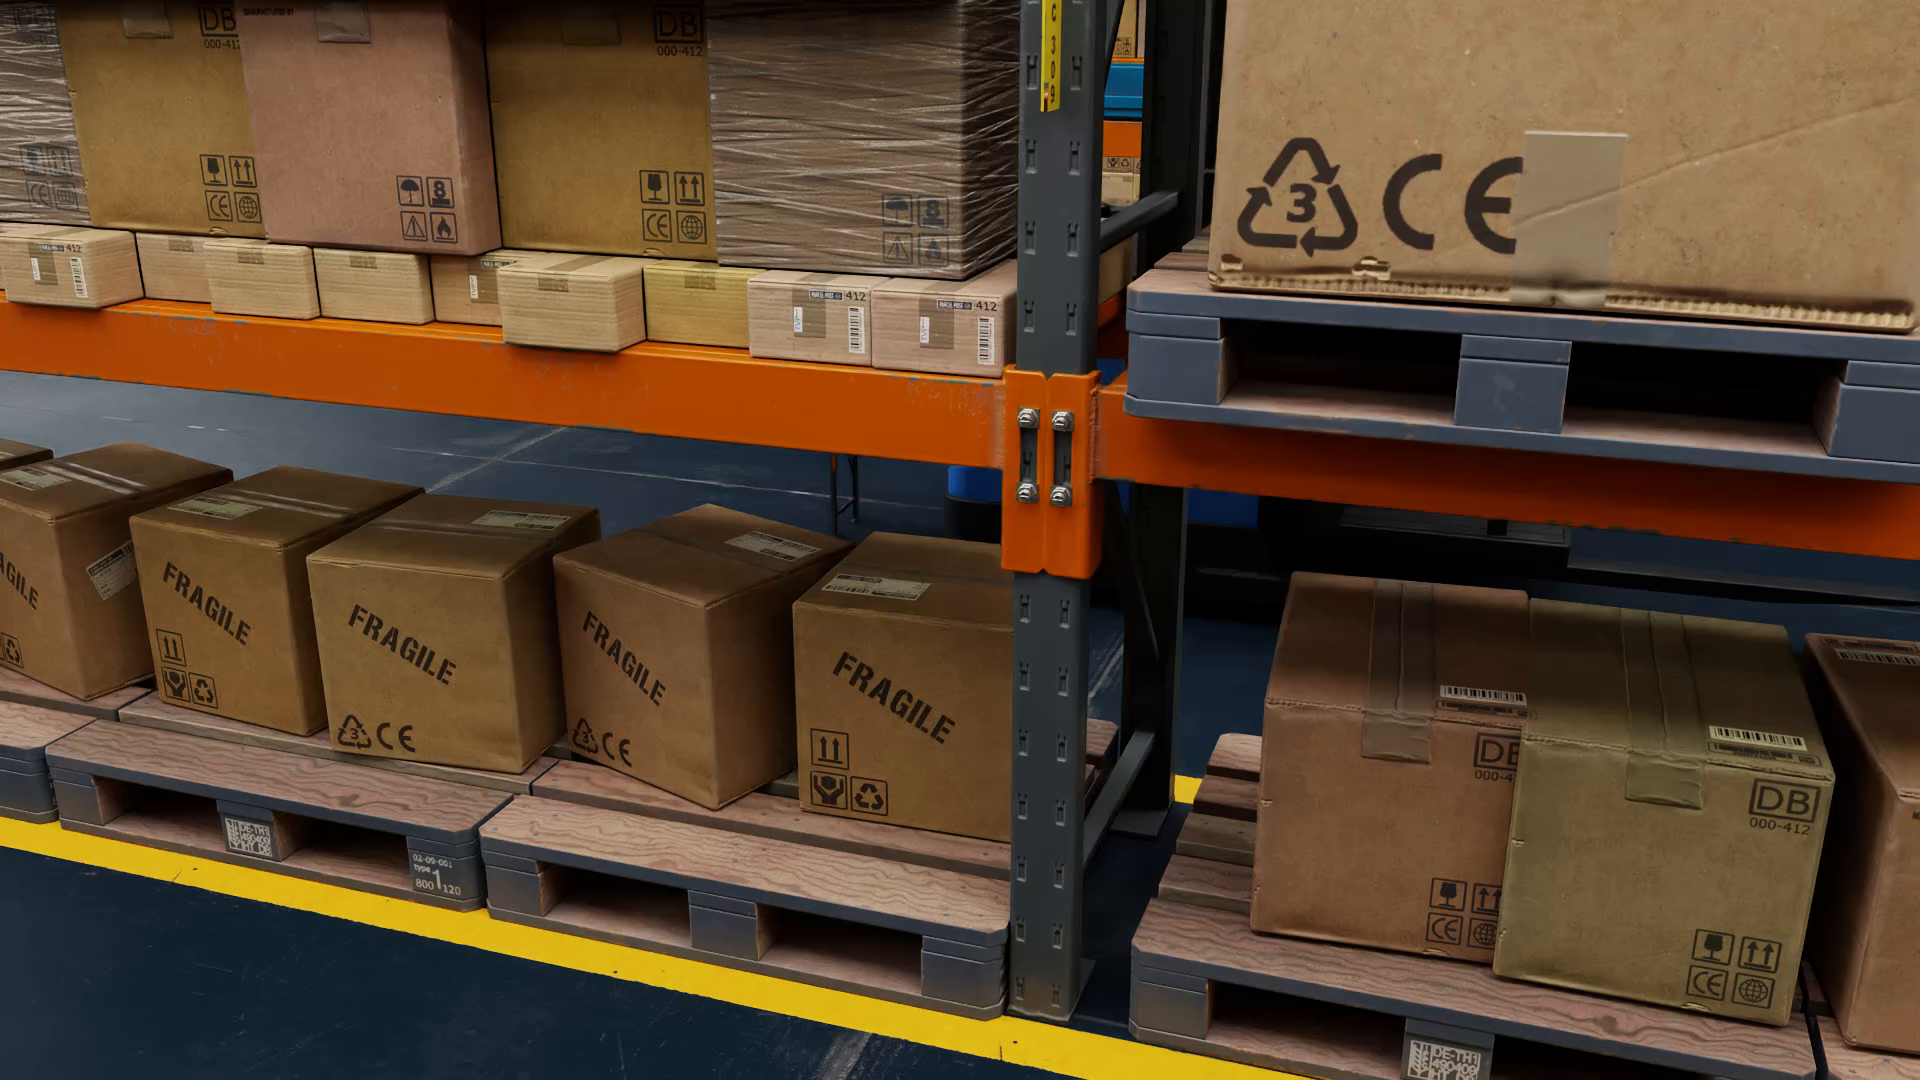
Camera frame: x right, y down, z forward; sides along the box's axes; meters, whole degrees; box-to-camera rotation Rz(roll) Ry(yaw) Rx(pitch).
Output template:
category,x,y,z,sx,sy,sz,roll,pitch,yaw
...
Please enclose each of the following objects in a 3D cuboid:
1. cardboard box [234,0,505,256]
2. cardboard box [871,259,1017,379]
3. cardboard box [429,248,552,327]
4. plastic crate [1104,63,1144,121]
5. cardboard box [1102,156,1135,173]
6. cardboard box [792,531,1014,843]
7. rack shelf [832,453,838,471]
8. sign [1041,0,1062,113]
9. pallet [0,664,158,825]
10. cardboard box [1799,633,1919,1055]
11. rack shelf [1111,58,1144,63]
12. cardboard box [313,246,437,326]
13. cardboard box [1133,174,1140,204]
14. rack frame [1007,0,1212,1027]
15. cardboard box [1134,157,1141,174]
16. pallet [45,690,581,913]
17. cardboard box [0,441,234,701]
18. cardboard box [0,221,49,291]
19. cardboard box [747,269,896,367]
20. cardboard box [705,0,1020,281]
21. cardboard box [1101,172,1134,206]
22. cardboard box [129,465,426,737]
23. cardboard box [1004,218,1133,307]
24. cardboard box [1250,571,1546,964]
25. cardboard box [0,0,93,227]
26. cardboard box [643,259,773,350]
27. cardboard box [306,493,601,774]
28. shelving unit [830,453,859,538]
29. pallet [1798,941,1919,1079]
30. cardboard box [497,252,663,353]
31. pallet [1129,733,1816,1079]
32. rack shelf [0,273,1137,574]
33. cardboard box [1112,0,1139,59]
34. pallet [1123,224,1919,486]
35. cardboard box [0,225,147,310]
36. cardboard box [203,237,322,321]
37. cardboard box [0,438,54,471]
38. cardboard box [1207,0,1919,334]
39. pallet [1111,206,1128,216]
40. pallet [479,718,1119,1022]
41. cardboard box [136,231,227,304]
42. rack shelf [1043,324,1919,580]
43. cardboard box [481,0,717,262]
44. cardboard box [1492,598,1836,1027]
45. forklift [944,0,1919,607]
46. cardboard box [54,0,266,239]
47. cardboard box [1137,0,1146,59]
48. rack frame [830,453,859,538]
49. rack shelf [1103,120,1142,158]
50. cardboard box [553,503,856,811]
category,x,y,z,sx,sy,sz,roll,pitch,yaw
cardboard box,-1.053,-0.954,3.653,0.500,0.500,0.875,7,20,18
cardboard box,0.019,-0.424,3.118,0.250,0.149,0.380,7,20,18
cardboard box,-0.896,-0.560,3.509,0.250,0.149,0.380,7,20,18
plastic crate,0.809,-2.116,7.816,0.616,0.251,0.499,7,20,18
cardboard box,1.177,-3.147,12.946,0.500,0.500,0.500,7,20,18
cardboard box,-0.046,0.315,3.775,0.500,0.500,0.500,6,20,16
rack shelf,-0.194,-0.333,6.016,0.480,0.148,0.258,6,20,17
sign,0.147,-0.851,2.644,0.005,0.325,0.100,7,20,18
pallet,-2.633,0.380,4.664,1.213,0.211,1.003,7,20,18
cardboard box,1.864,0.552,3.065,0.500,0.500,0.700,5,20,13
rack shelf,1.683,-3.567,12.846,4.000,0.370,1.077,7,20,18
cardboard box,-1.146,-0.575,3.550,0.250,0.149,0.380,7,20,18
cardboard box,1.644,-2.733,12.900,0.500,0.250,0.500,7,20,18
rack frame,0.318,-0.611,3.273,0.127,3.000,1.000,7,20,18
cardboard box,1.644,-3.087,12.776,0.500,0.500,0.500,7,20,18
pallet,-1.484,0.513,4.285,1.213,0.211,1.003,7,20,18
cardboard box,-2.300,0.065,4.491,0.500,0.500,0.500,13,23,32
cardboard box,-2.086,-0.687,3.871,0.250,0.149,0.380,7,20,18
cardboard box,-0.214,-0.454,3.204,0.250,0.149,0.380,7,20,18
cardboard box,-0.087,-0.867,3.402,0.500,0.500,0.875,7,20,18
cardboard box,1.174,-2.789,13.059,0.500,0.250,0.500,7,20,18
cardboard box,-1.715,0.139,4.281,0.500,0.500,0.500,9,21,23
cardboard box,0.214,-0.609,3.649,0.250,0.149,0.380,7,20,18
cardboard box,0.891,0.434,3.402,0.500,0.500,0.700,5,20,14
cardboard box,-1.980,-1.079,4.010,0.500,0.500,0.875,7,20,18
cardboard box,-0.431,-0.500,3.335,0.250,0.149,0.380,7,20,18
cardboard box,-1.202,0.213,4.068,0.500,0.500,0.500,5,20,13
shelving unit,-0.194,-0.584,5.928,0.503,1.200,0.258,6,20,17
pallet,2.210,0.920,3.115,1.213,0.211,1.003,7,20,18
cardboard box,-0.703,-0.492,3.314,0.250,0.149,0.380,7,20,18
pallet,1.054,0.789,3.492,1.213,0.211,1.003,7,20,18
rack shelf,-1.571,-0.488,4.011,4.000,0.370,1.077,7,20,18
cardboard box,1.196,-4.005,12.857,0.500,0.500,0.700,7,20,18
pallet,0.993,-0.393,2.938,1.213,0.211,1.003,7,20,18
cardboard box,-1.884,-0.628,3.701,0.250,0.149,0.380,7,20,18
cardboard box,-1.393,-0.591,3.596,0.250,0.149,0.380,7,20,18
cardboard box,-2.876,0.011,4.646,0.500,0.500,0.500,11,22,28
cardboard box,1.023,-0.964,2.734,1.000,1.000,1.000,7,20,18
pallet,1.679,-2.604,13.227,1.213,0.211,1.003,7,20,18
pallet,-0.328,0.644,3.908,1.213,0.211,1.003,7,20,18
cardboard box,-1.604,-0.642,3.742,0.250,0.149,0.380,7,20,18
rack shelf,2.208,-0.056,2.771,4.000,0.370,1.077,7,20,18
cardboard box,-0.547,-0.932,3.588,0.500,0.500,0.875,7,20,18
cardboard box,1.336,0.492,3.238,0.500,0.500,0.700,6,20,18
forklift,1.521,-1.243,5.189,3.031,2.935,1.130,6,20,17
cardboard box,-1.511,-1.021,3.845,0.500,0.500,0.875,7,20,18
cardboard box,1.694,-3.949,12.697,0.500,0.500,0.700,7,20,20
rack frame,-0.426,-0.608,5.998,0.015,1.200,0.240,6,20,17
rack shelf,0.054,-2.028,8.429,4.000,0.370,1.077,7,20,18
cardboard box,-0.590,0.256,3.945,0.500,0.500,0.500,14,24,35
